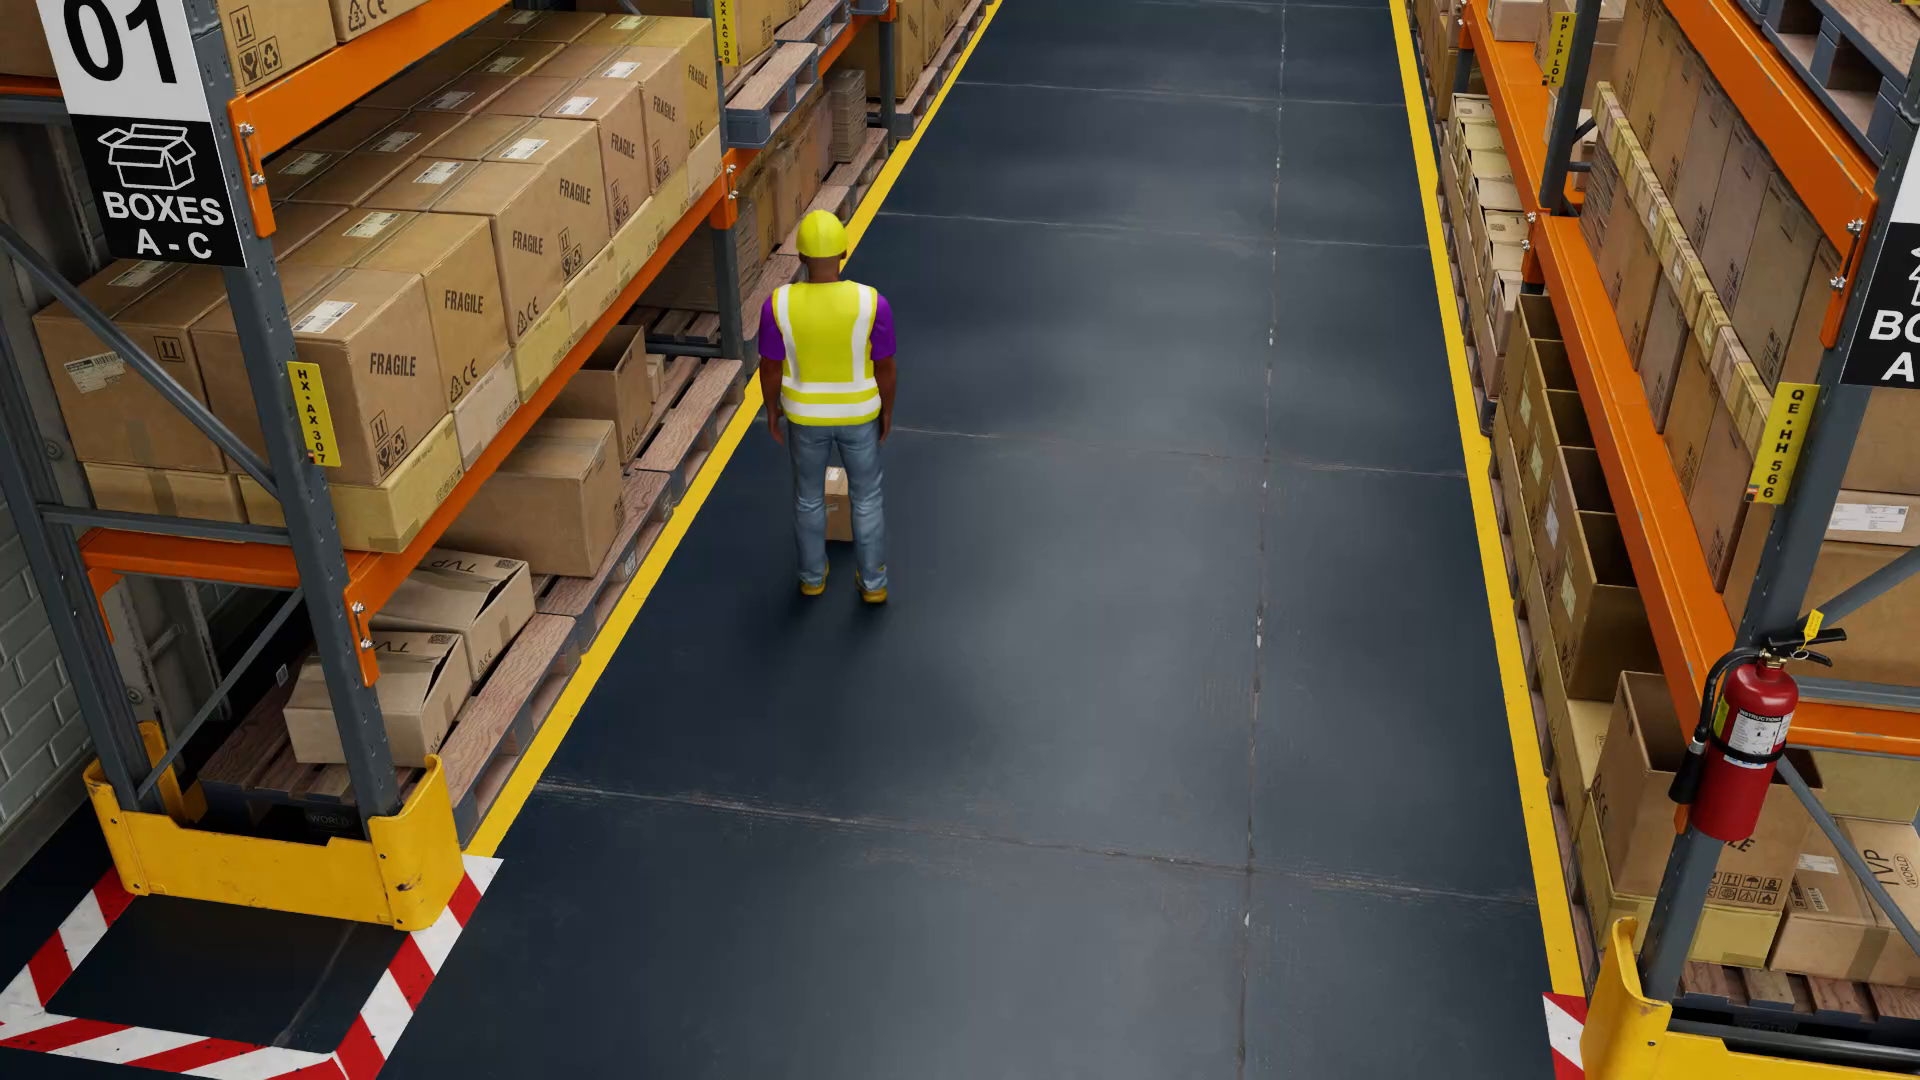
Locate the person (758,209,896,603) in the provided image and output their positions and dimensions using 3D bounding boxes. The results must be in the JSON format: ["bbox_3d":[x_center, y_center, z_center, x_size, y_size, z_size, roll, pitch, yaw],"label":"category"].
[{"bbox_3d":[-0.543,-0.542,7.000,0.560,1.785,0.396,-1,32,-1],"label":"person"}]
